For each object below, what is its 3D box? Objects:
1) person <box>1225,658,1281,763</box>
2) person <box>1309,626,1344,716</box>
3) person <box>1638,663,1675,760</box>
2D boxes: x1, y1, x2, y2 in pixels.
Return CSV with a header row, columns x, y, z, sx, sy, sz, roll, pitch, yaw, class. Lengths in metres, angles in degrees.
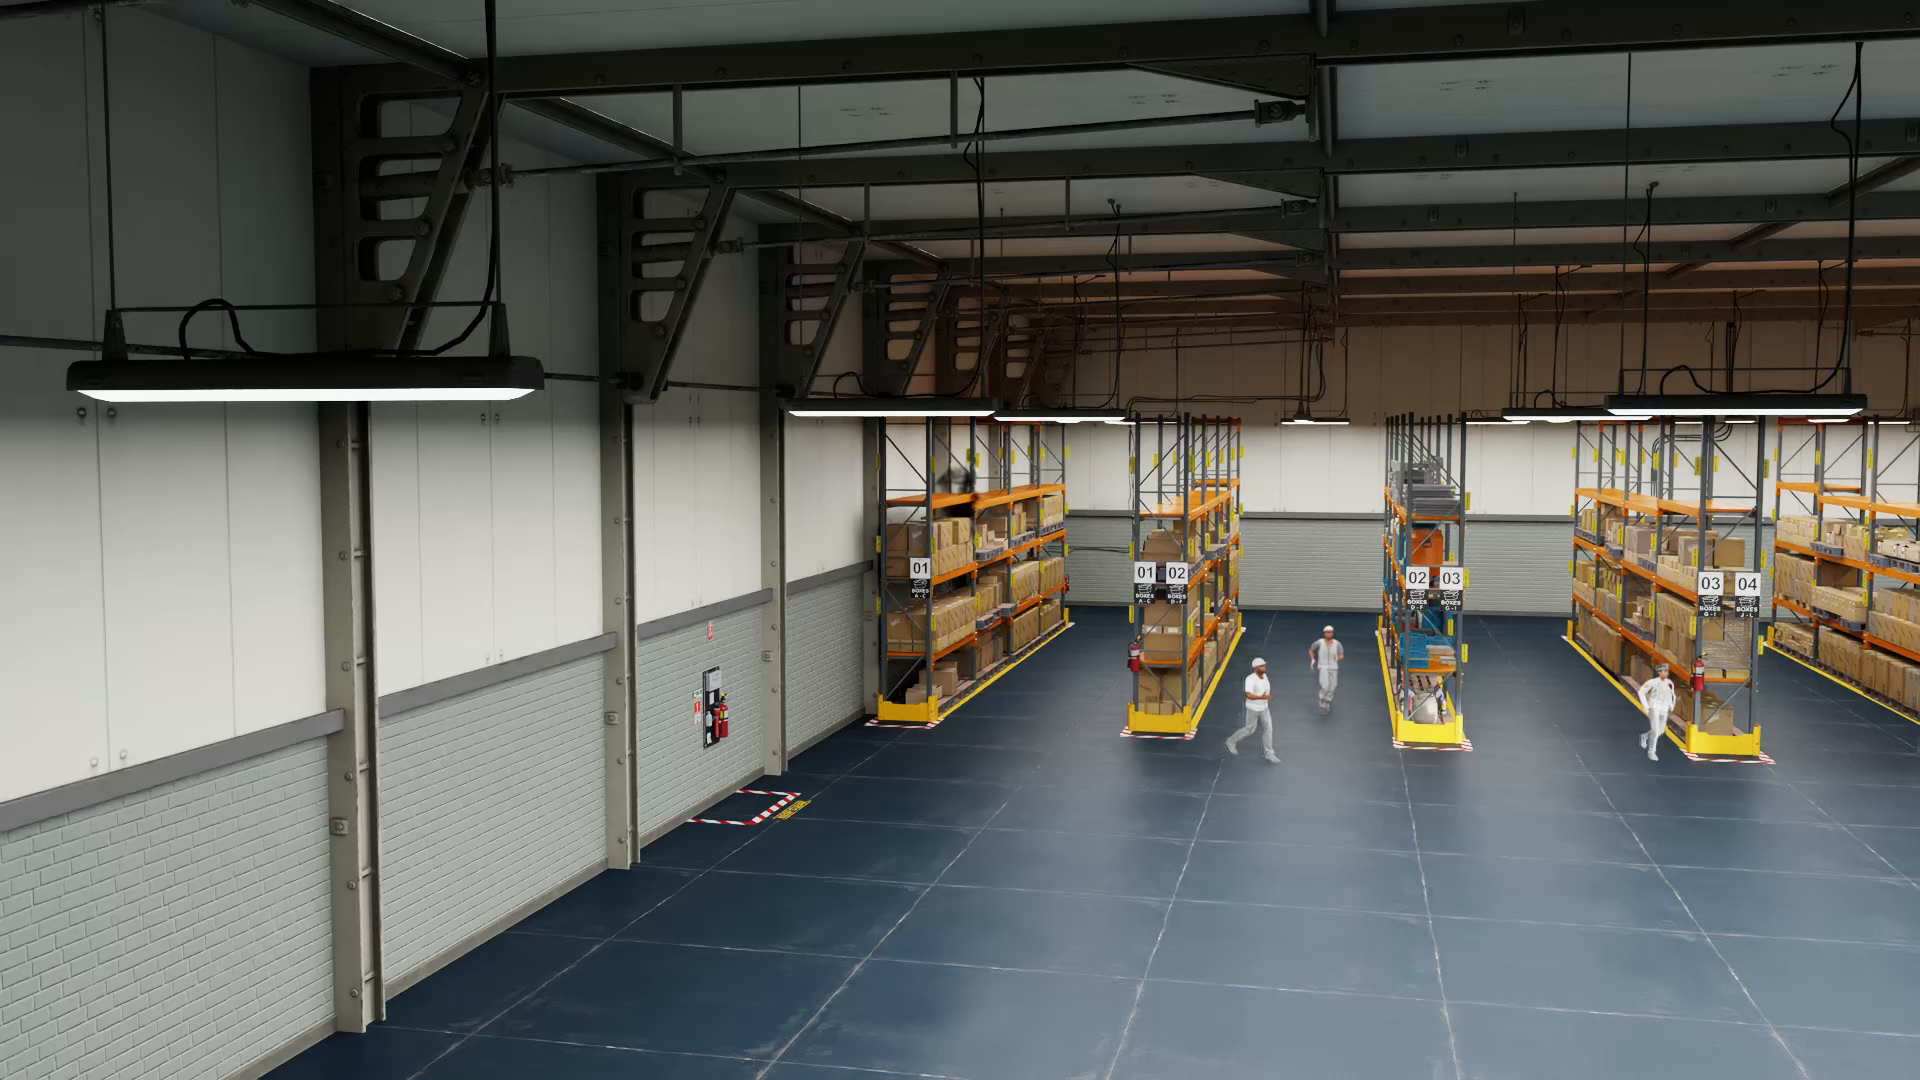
x,y,z,sx,sy,sz,roll,pitch,yaw,class
5.073,2.903,28.575,0.978,1.782,0.711,4,5,43,person
7.299,2.595,33.014,0.640,1.792,0.709,0,4,-1,person
12.139,2.964,28.960,0.660,1.654,0.702,0,4,-7,person
